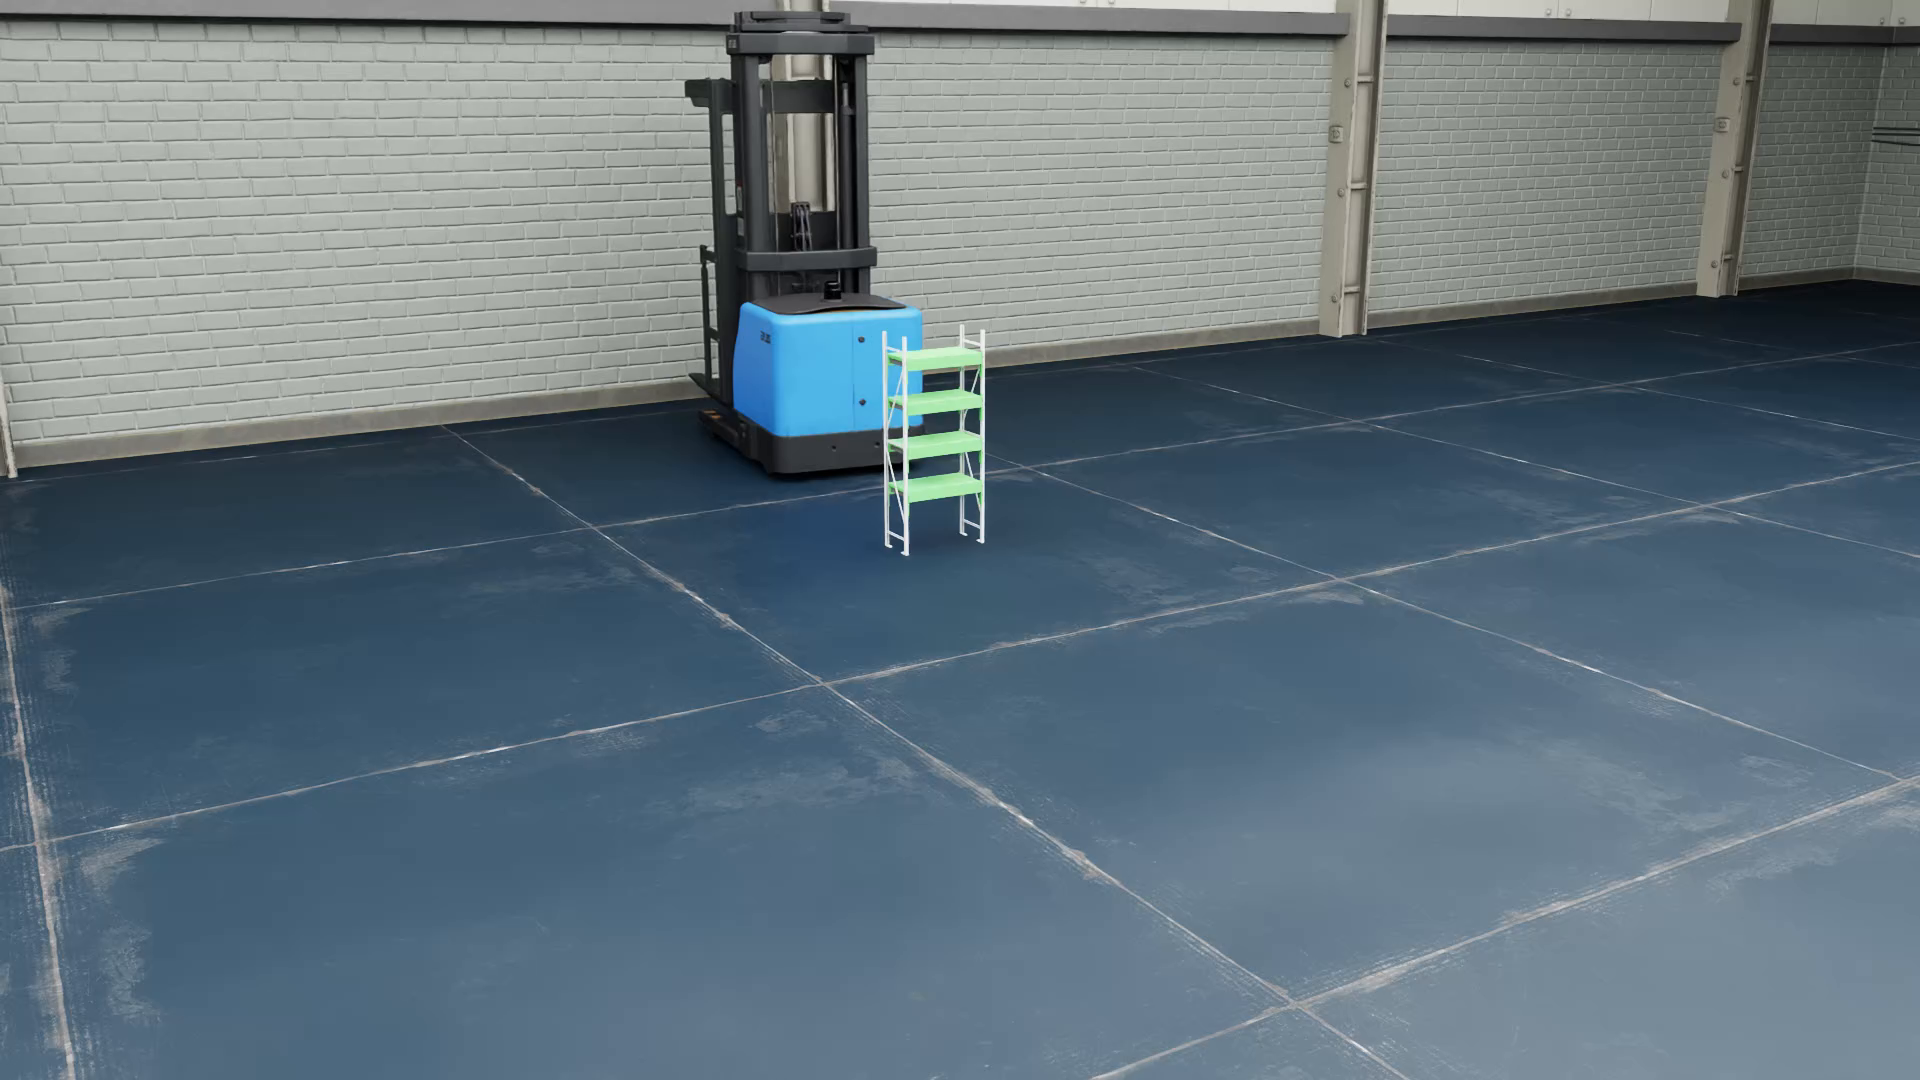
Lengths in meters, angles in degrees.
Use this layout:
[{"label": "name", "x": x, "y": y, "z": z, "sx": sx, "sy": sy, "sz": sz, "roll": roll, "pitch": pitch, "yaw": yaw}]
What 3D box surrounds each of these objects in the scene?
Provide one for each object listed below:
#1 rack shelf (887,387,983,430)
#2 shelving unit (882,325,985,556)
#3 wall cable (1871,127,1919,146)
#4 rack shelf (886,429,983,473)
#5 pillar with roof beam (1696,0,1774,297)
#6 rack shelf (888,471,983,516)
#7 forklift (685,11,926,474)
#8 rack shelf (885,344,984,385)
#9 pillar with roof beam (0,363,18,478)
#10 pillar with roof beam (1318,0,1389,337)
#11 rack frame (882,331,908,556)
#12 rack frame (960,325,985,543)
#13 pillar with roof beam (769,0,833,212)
[{"label": "rack shelf", "x": -0.142, "y": -0.724, "z": 9.118, "sx": 0.480, "sy": 0.148, "sz": 0.258, "roll": -9, "pitch": 18, "yaw": -30}, {"label": "shelving unit", "x": -0.142, "y": -0.555, "z": 9.166, "sx": 0.503, "sy": 1.200, "sz": 0.258, "roll": -9, "pitch": 18, "yaw": -30}, {"label": "wall cable", "x": 12.221, "y": -5.865, "z": 19.414, "sx": 0.112, "sy": 2.526, "sz": 3.097, "roll": -9, "pitch": 18, "yaw": -30}, {"label": "rack shelf", "x": -0.142, "y": -0.493, "z": 9.183, "sx": 0.480, "sy": 0.148, "sz": 0.258, "roll": -9, "pitch": 18, "yaw": -30}, {"label": "pillar with roof beam", "x": 11.231, "y": -6.261, "z": 15.072, "sx": 0.400, "sy": 9.000, "sz": 9.100, "roll": -9, "pitch": 18, "yaw": -30}, {"label": "rack shelf", "x": -0.142, "y": -0.262, "z": 9.248, "sx": 0.480, "sy": 0.148, "sz": 0.258, "roll": -9, "pitch": 18, "yaw": -30}, {"label": "forklift", "x": -1.272, "y": -2.191, "z": 11.795, "sx": 1.130, "sy": 2.935, "sz": 3.031, "roll": -7, "pitch": 17, "yaw": -22}, {"label": "rack shelf", "x": -0.142, "y": -0.955, "z": 9.053, "sx": 0.480, "sy": 0.148, "sz": 0.258, "roll": -9, "pitch": 18, "yaw": -30}, {"label": "pillar with roof beam", "x": -4.198, "y": -3.759, "z": 6.146, "sx": 0.400, "sy": 9.000, "sz": 9.100, "roll": -9, "pitch": 18, "yaw": -30}, {"label": "pillar with roof beam", "x": 6.088, "y": -5.427, "z": 12.097, "sx": 0.400, "sy": 9.000, "sz": 9.100, "roll": -9, "pitch": 18, "yaw": -30}, {"label": "rack frame", "x": -0.351, "y": -0.521, "z": 9.045, "sx": 0.015, "sy": 1.200, "sz": 0.240, "roll": -9, "pitch": 18, "yaw": -30}, {"label": "rack frame", "x": 0.067, "y": -0.589, "z": 9.287, "sx": 0.015, "sy": 1.200, "sz": 0.240, "roll": -9, "pitch": 18, "yaw": -30}, {"label": "pillar with roof beam", "x": 0.945, "y": -4.593, "z": 9.122, "sx": 0.400, "sy": 9.000, "sz": 9.100, "roll": -9, "pitch": 18, "yaw": -30}]
